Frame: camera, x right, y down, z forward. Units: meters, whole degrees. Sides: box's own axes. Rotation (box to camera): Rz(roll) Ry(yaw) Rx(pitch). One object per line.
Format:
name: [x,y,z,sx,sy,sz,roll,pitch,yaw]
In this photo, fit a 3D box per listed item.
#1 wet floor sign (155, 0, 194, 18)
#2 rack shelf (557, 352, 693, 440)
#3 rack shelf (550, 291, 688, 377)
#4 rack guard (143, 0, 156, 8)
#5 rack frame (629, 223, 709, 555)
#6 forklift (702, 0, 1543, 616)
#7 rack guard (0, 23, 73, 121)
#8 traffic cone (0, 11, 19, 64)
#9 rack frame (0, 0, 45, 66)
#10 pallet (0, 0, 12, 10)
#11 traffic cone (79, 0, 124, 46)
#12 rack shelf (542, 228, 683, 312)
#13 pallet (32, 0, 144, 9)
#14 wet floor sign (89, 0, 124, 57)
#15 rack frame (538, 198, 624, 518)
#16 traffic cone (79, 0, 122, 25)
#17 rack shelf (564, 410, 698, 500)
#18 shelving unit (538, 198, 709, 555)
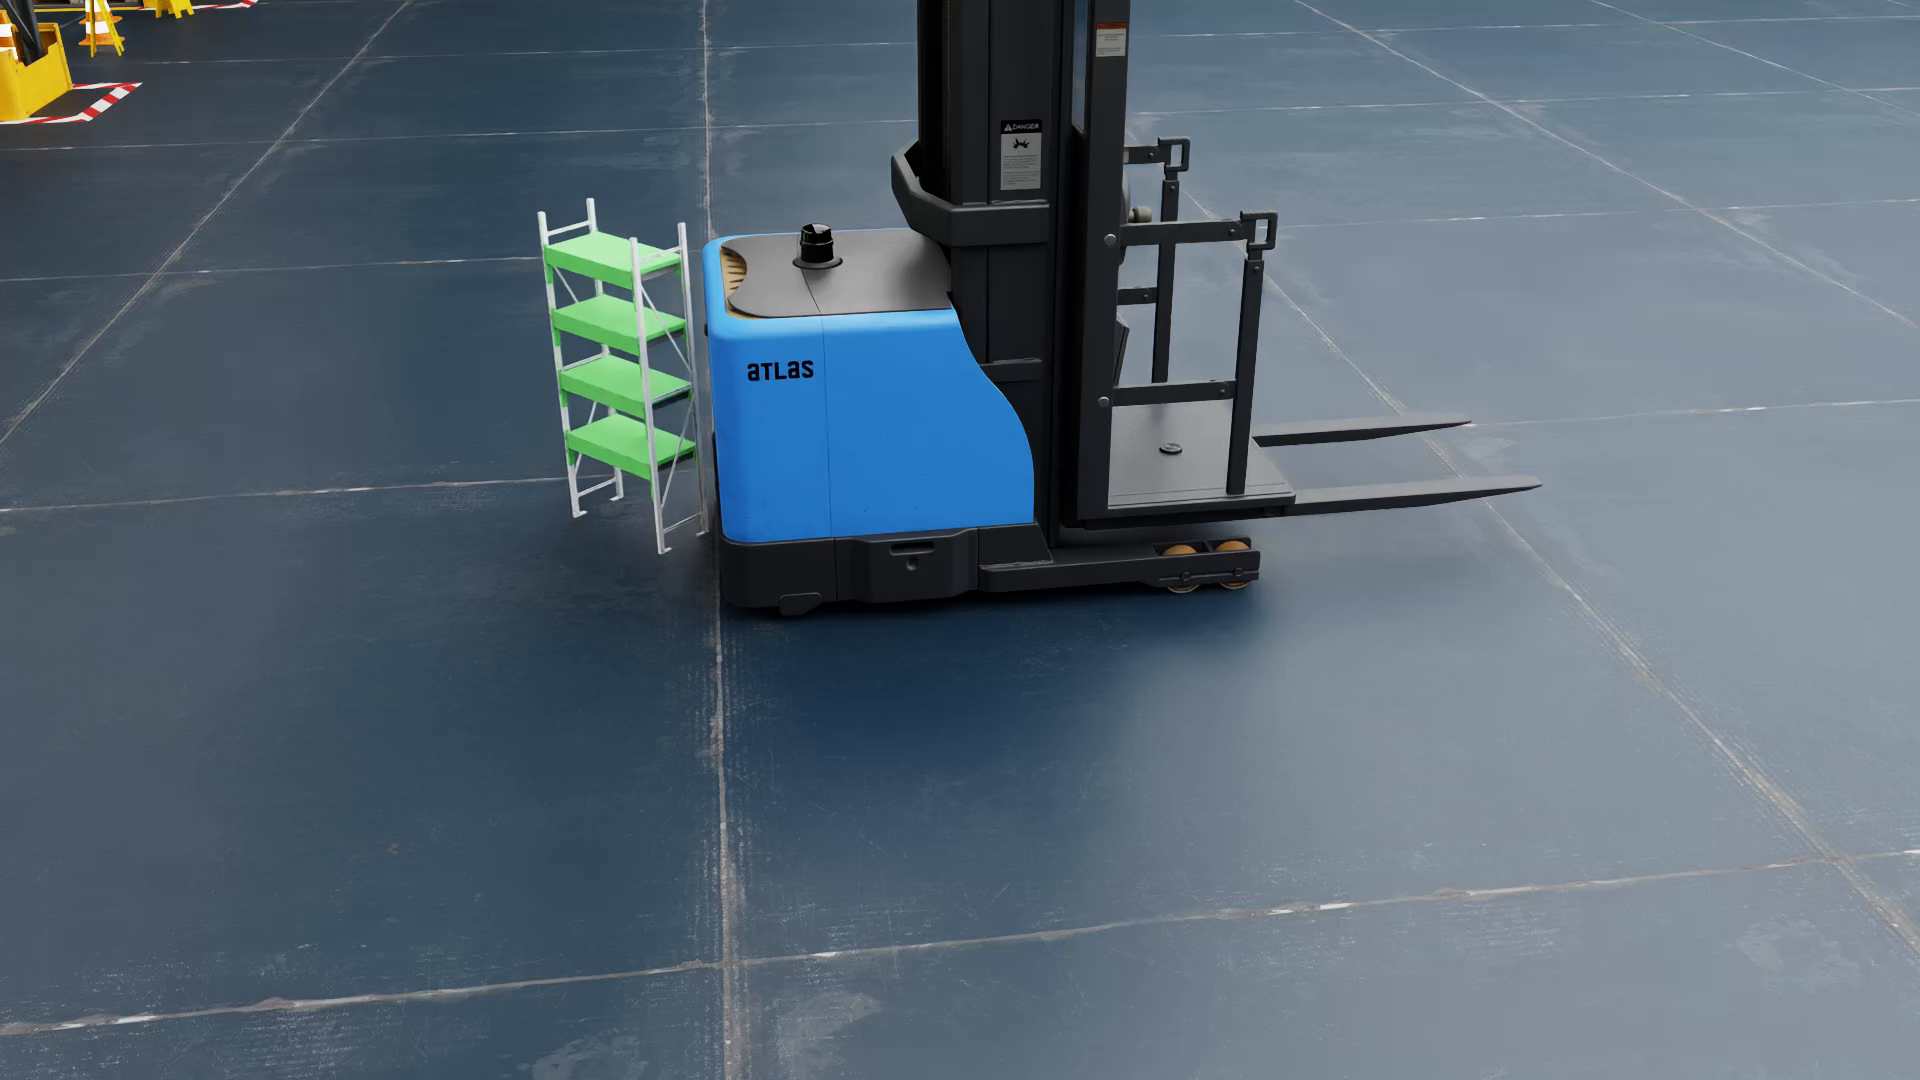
wet floor sign: [-7.651,-5.398,16.064,0.232,0.644,0.267,6,28,11]
rack shelf: [-1.223,-0.537,6.121,0.480,0.148,0.258,20,34,34]
rack shelf: [-1.223,-0.750,6.011,0.480,0.148,0.258,20,34,34]
rack guard: [-8.064,-5.800,17.007,0.348,0.500,1.175,-4,27,-7]
rack frame: [-1.034,-0.523,5.954,0.015,1.200,0.240,20,34,34]
forklift: [0.615,-1.350,5.671,3.031,2.935,1.130,-4,27,-8]
rack guard: [-7.175,-3.575,12.670,0.348,0.500,1.175,-4,27,-7]
traffic cone: [-7.922,-4.165,13.861,0.334,0.463,0.336,-4,27,-7]
rack frame: [-7.199,-4.686,12.097,0.127,3.000,1.000,-4,27,-7]
pallet: [-10.079,-5.560,16.855,1.213,0.211,1.003,-4,27,-7]
traffic cone: [-7.743,-4.698,14.899,0.334,0.463,0.336,-4,27,-7]
rack shelf: [-1.222,-0.963,5.901,0.480,0.148,0.258,20,34,34]
pallet: [-8.873,-5.636,17.003,1.213,0.211,1.003,-4,27,-7]
wet floor sign: [-7.446,-4.535,14.382,0.232,0.644,0.267,-8,28,-16]
rack frame: [-1.412,-0.664,6.228,0.015,1.200,0.240,20,34,34]
traffic cone: [-8.235,-5.178,15.835,0.334,0.463,0.336,-4,27,-7]
rack shelf: [-1.223,-0.323,6.230,0.480,0.148,0.258,20,34,34]
shelving unit: [-1.223,-0.593,6.091,0.503,1.200,0.258,20,34,34]
